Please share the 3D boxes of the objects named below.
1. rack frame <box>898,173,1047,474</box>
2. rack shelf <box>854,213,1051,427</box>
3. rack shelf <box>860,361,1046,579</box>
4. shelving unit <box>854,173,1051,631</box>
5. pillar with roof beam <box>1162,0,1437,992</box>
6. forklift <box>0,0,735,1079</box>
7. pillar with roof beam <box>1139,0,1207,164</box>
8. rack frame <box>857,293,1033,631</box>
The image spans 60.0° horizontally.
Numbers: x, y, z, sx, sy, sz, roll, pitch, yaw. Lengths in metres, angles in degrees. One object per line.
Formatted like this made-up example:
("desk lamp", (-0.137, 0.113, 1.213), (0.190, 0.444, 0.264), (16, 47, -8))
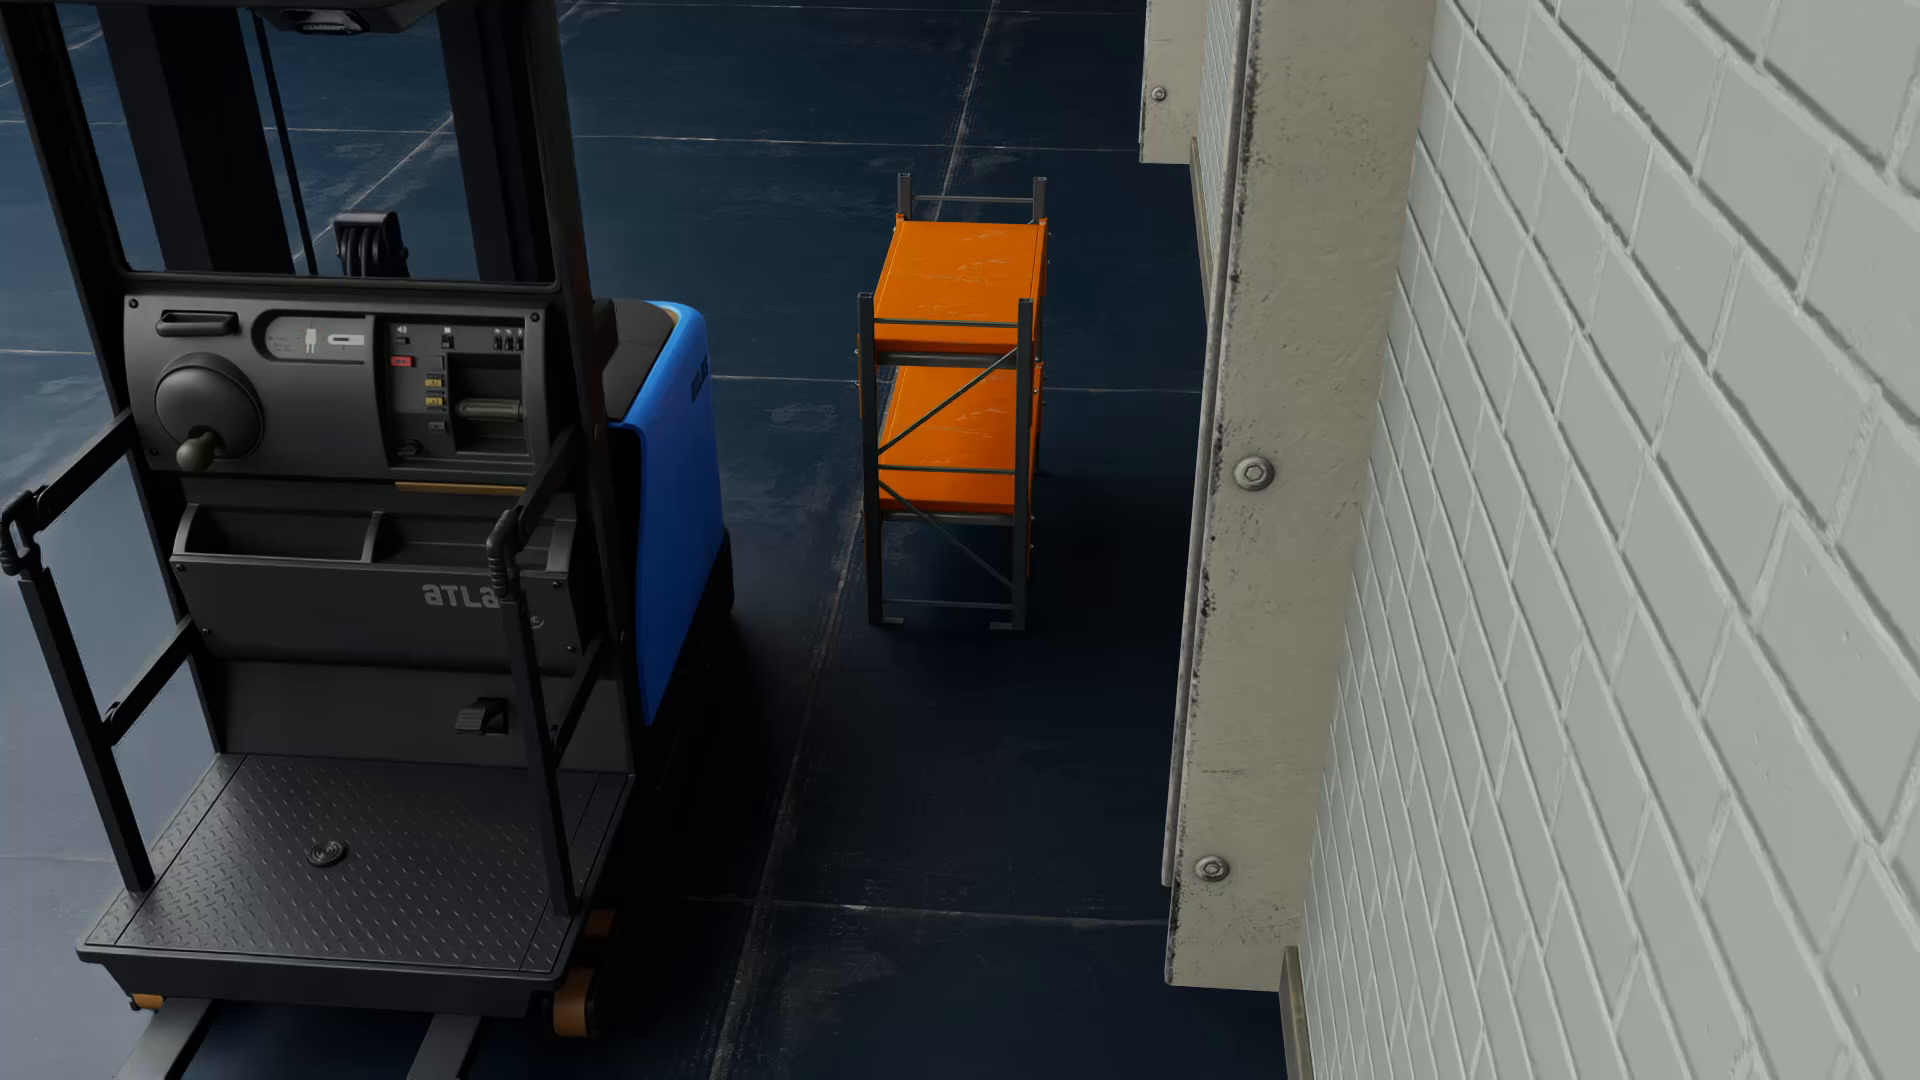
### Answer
("rack frame", (0.041, -0.741, 5.880), (0.500, 1.125, 0.032), (2, 32, 4))
("rack shelf", (-0.001, -0.725, 5.296), (0.538, 0.278, 1.000), (2, 32, 4))
("rack shelf", (-0.001, -0.267, 5.577), (0.538, 0.278, 1.000), (2, 32, 4))
("shelving unit", (-0.001, -0.475, 5.449), (0.538, 1.125, 1.048), (2, 32, 4))
("pillar with roof beam", (-3.626, -3.040, 2.106), (9.100, 9.000, 0.400), (2, 32, 4))
("forklift", (-1.357, -0.276, 3.405), (1.130, 2.935, 3.031), (2, 32, 4))
("pillar with roof beam", (-3.137, -6.177, 7.197), (9.100, 9.000, 0.400), (2, 32, 4))
("rack frame", (-0.042, -0.210, 5.018), (0.500, 1.125, 0.032), (2, 32, 4))
